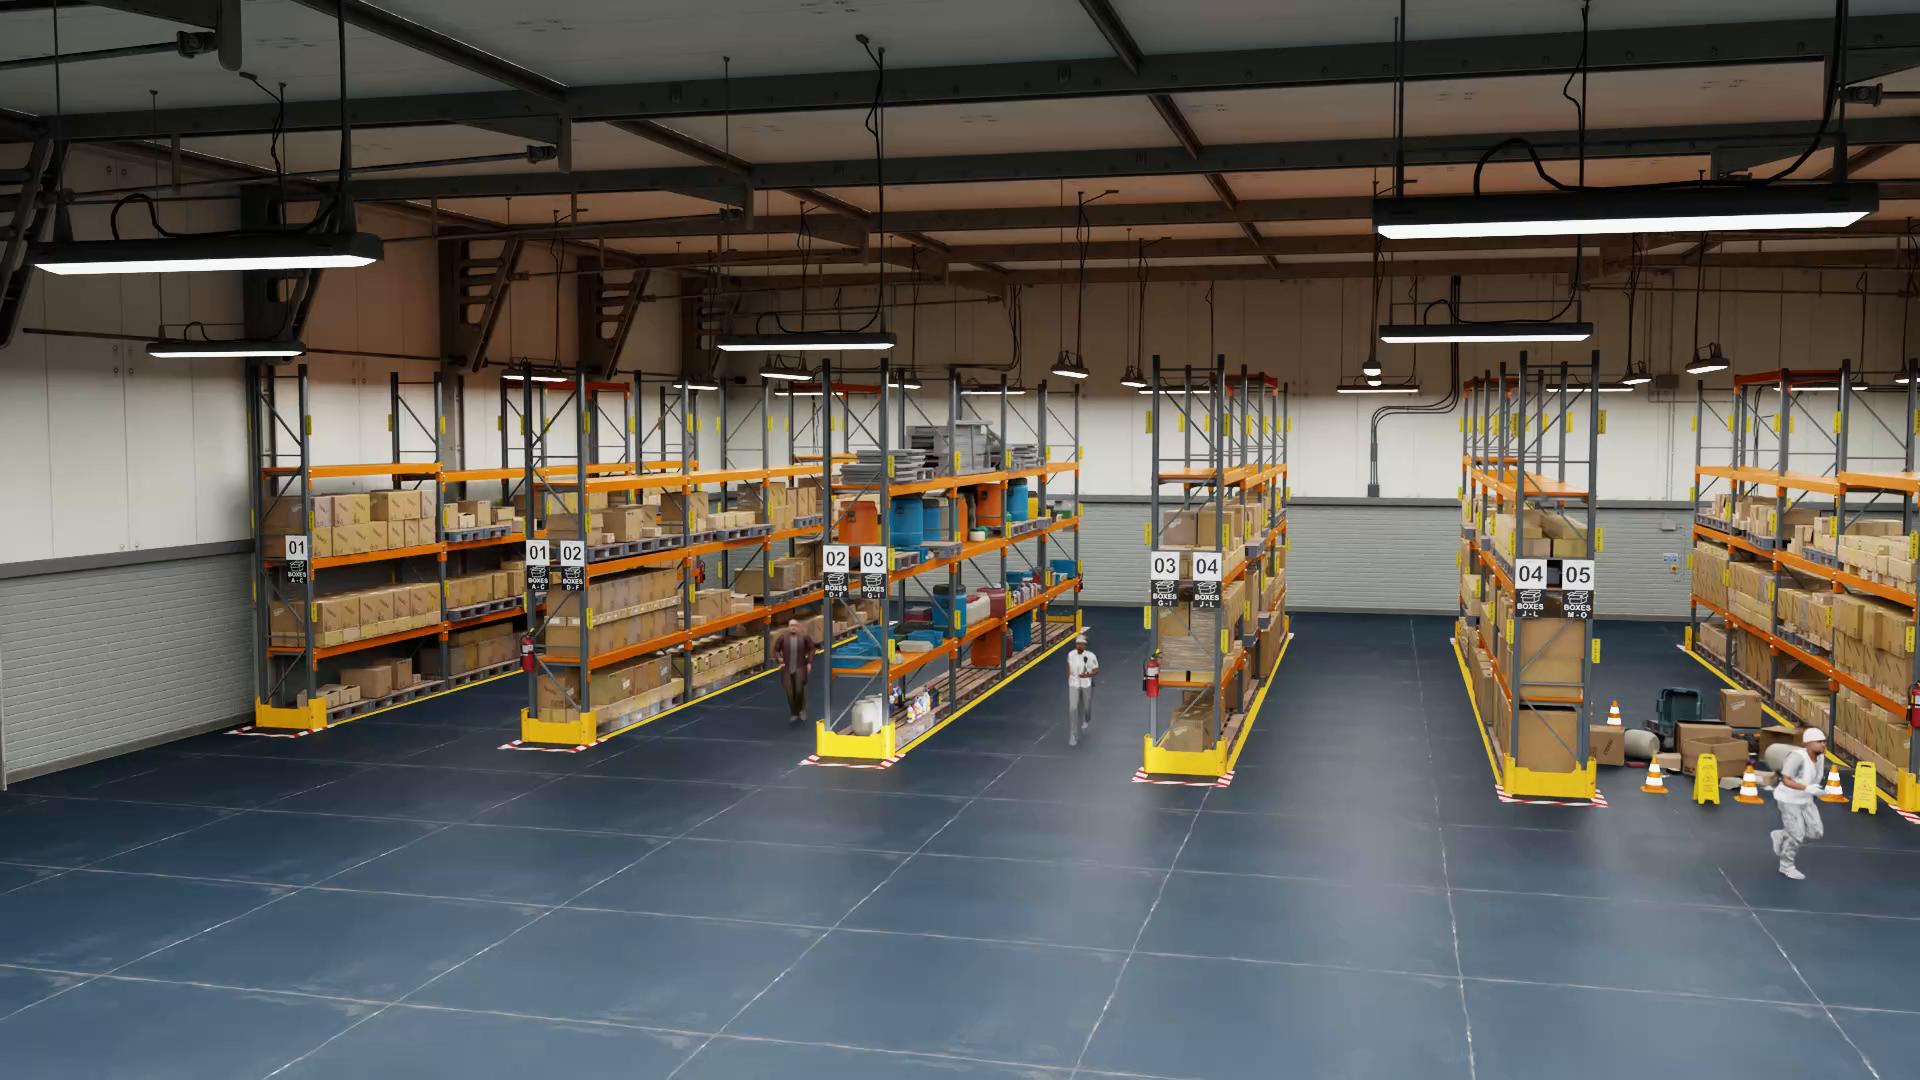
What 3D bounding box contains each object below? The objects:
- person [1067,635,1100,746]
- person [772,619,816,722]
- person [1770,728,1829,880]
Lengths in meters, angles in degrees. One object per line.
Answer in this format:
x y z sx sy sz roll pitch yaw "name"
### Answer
1.948 2.350 26.388 0.543 1.736 1.015 1 4 9 "person"
-2.800 2.203 27.908 0.714 1.742 0.635 0 4 1 "person"
9.257 2.896 18.320 0.644 1.715 0.725 -2 4 -26 "person"
